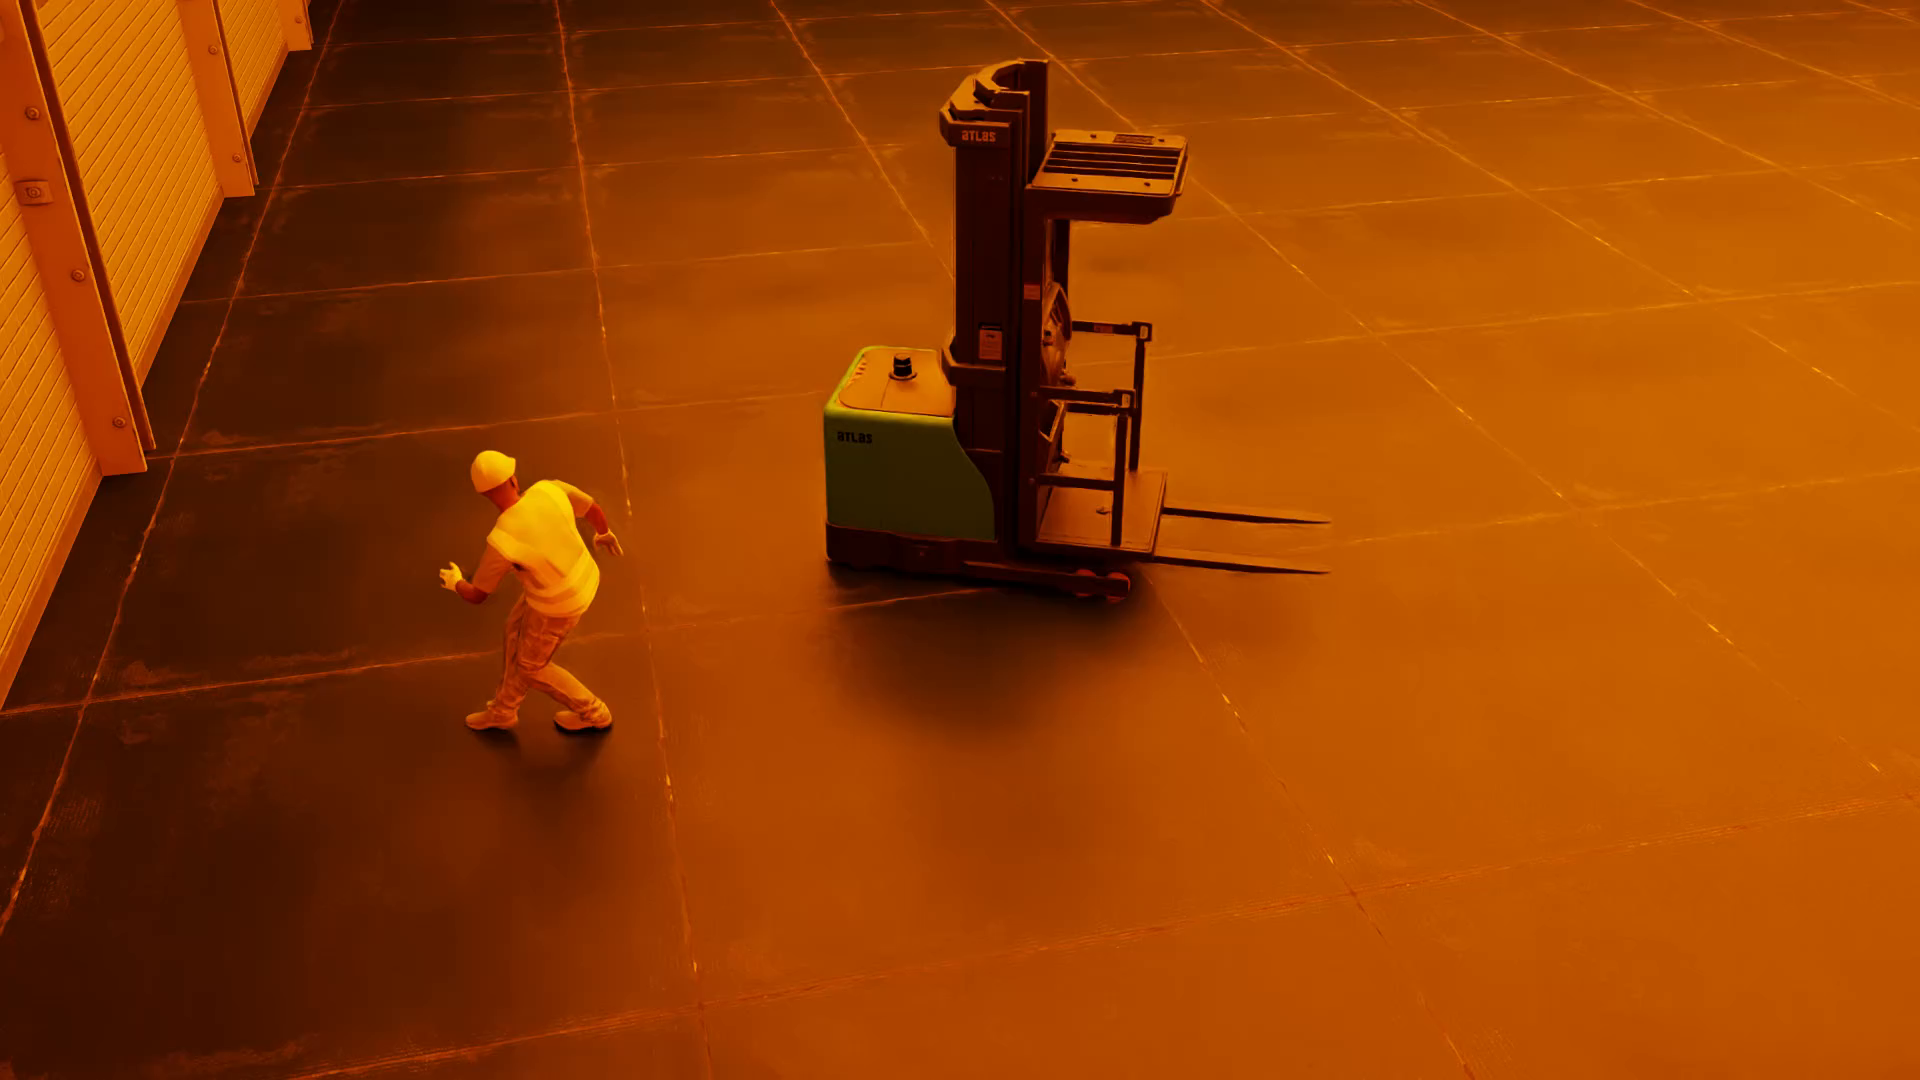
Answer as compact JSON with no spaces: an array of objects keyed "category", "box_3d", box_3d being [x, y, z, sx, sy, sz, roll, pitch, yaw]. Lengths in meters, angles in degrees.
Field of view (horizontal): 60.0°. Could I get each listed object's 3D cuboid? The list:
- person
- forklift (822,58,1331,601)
[{"category":"person","box_3d":[-2.229,0.216,8.516,0.810,1.613,0.807,5,30,8]},{"category":"forklift","box_3d":[0.747,-1.197,9.643,3.031,2.935,1.130,6,31,10]}]
